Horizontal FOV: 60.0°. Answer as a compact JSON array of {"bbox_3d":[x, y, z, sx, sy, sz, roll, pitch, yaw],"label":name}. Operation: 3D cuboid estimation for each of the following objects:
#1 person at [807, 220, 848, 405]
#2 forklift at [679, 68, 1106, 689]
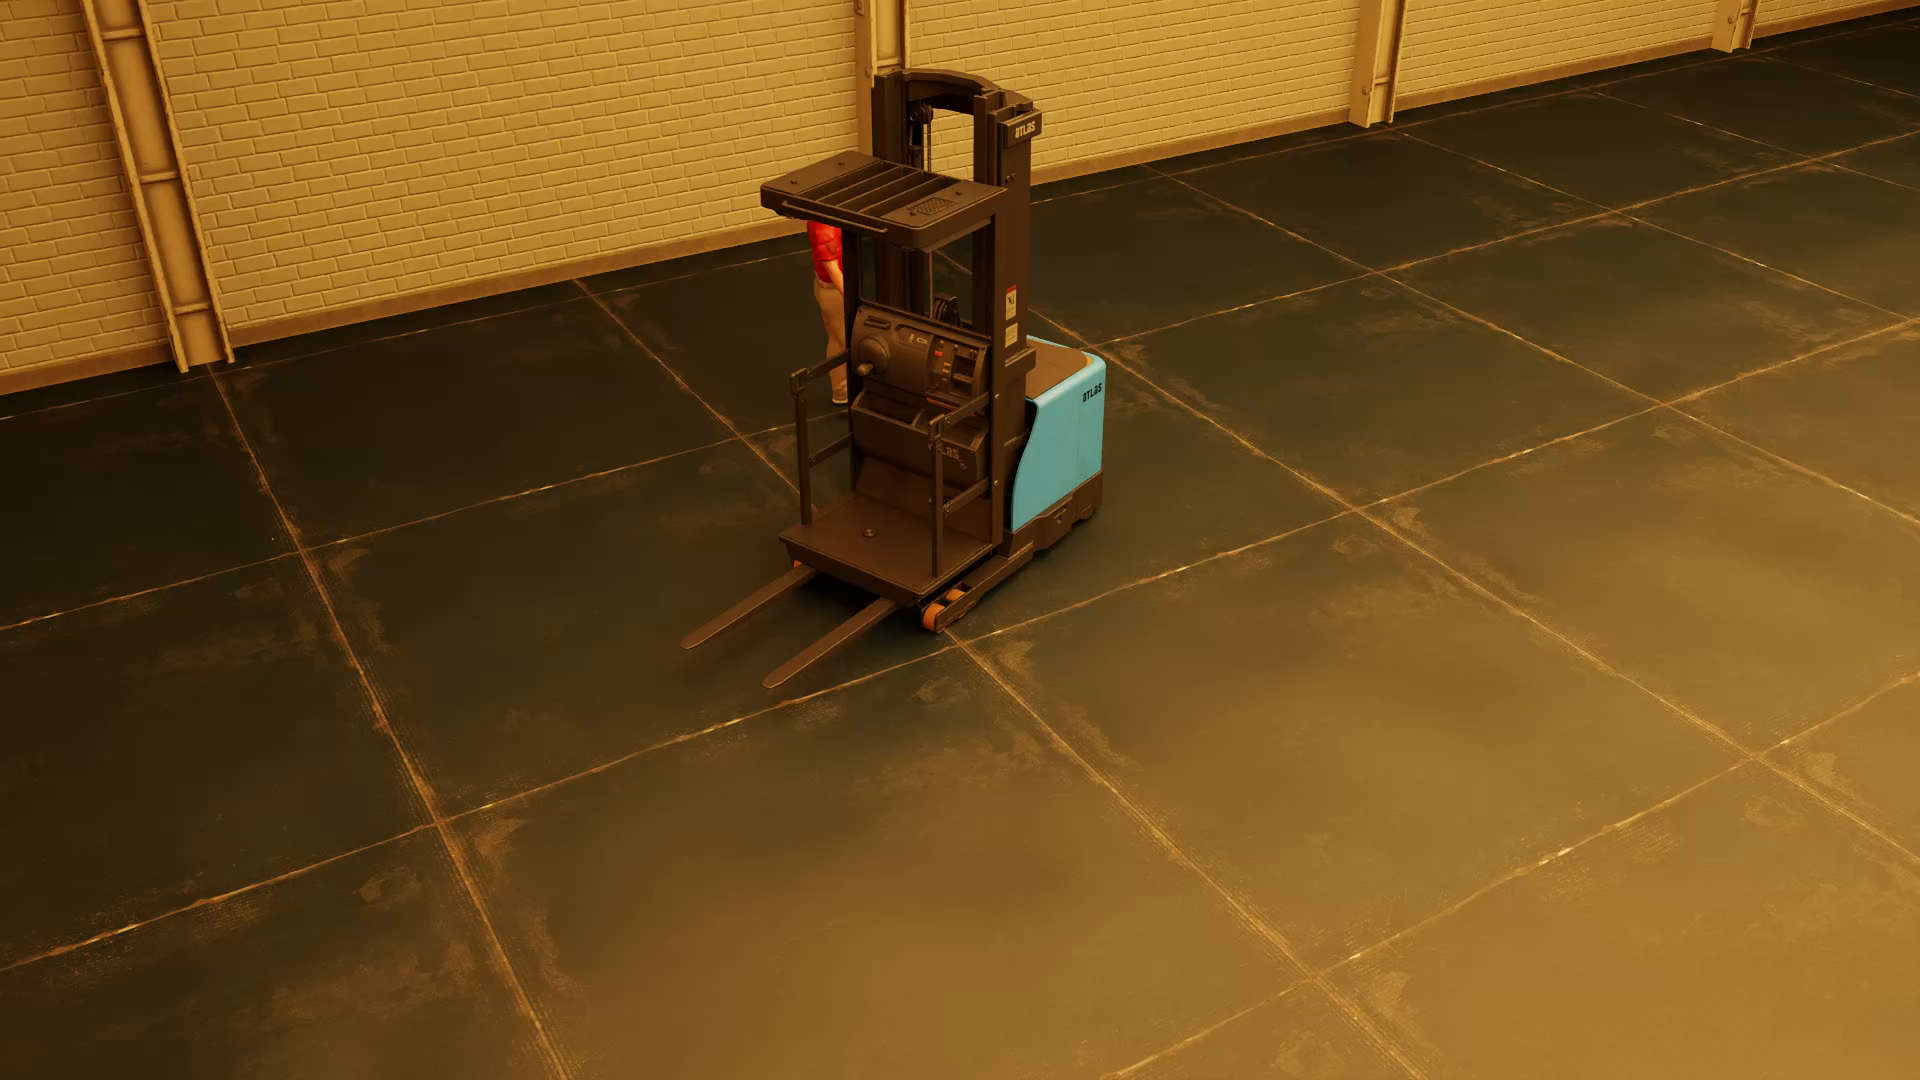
[{"bbox_3d":[-0.764,-1.740,11.710,0.551,1.727,0.641,-8,32,-13],"label":"person"},{"bbox_3d":[-0.365,-1.007,9.329,1.130,2.935,3.031,21,37,31],"label":"forklift"}]
